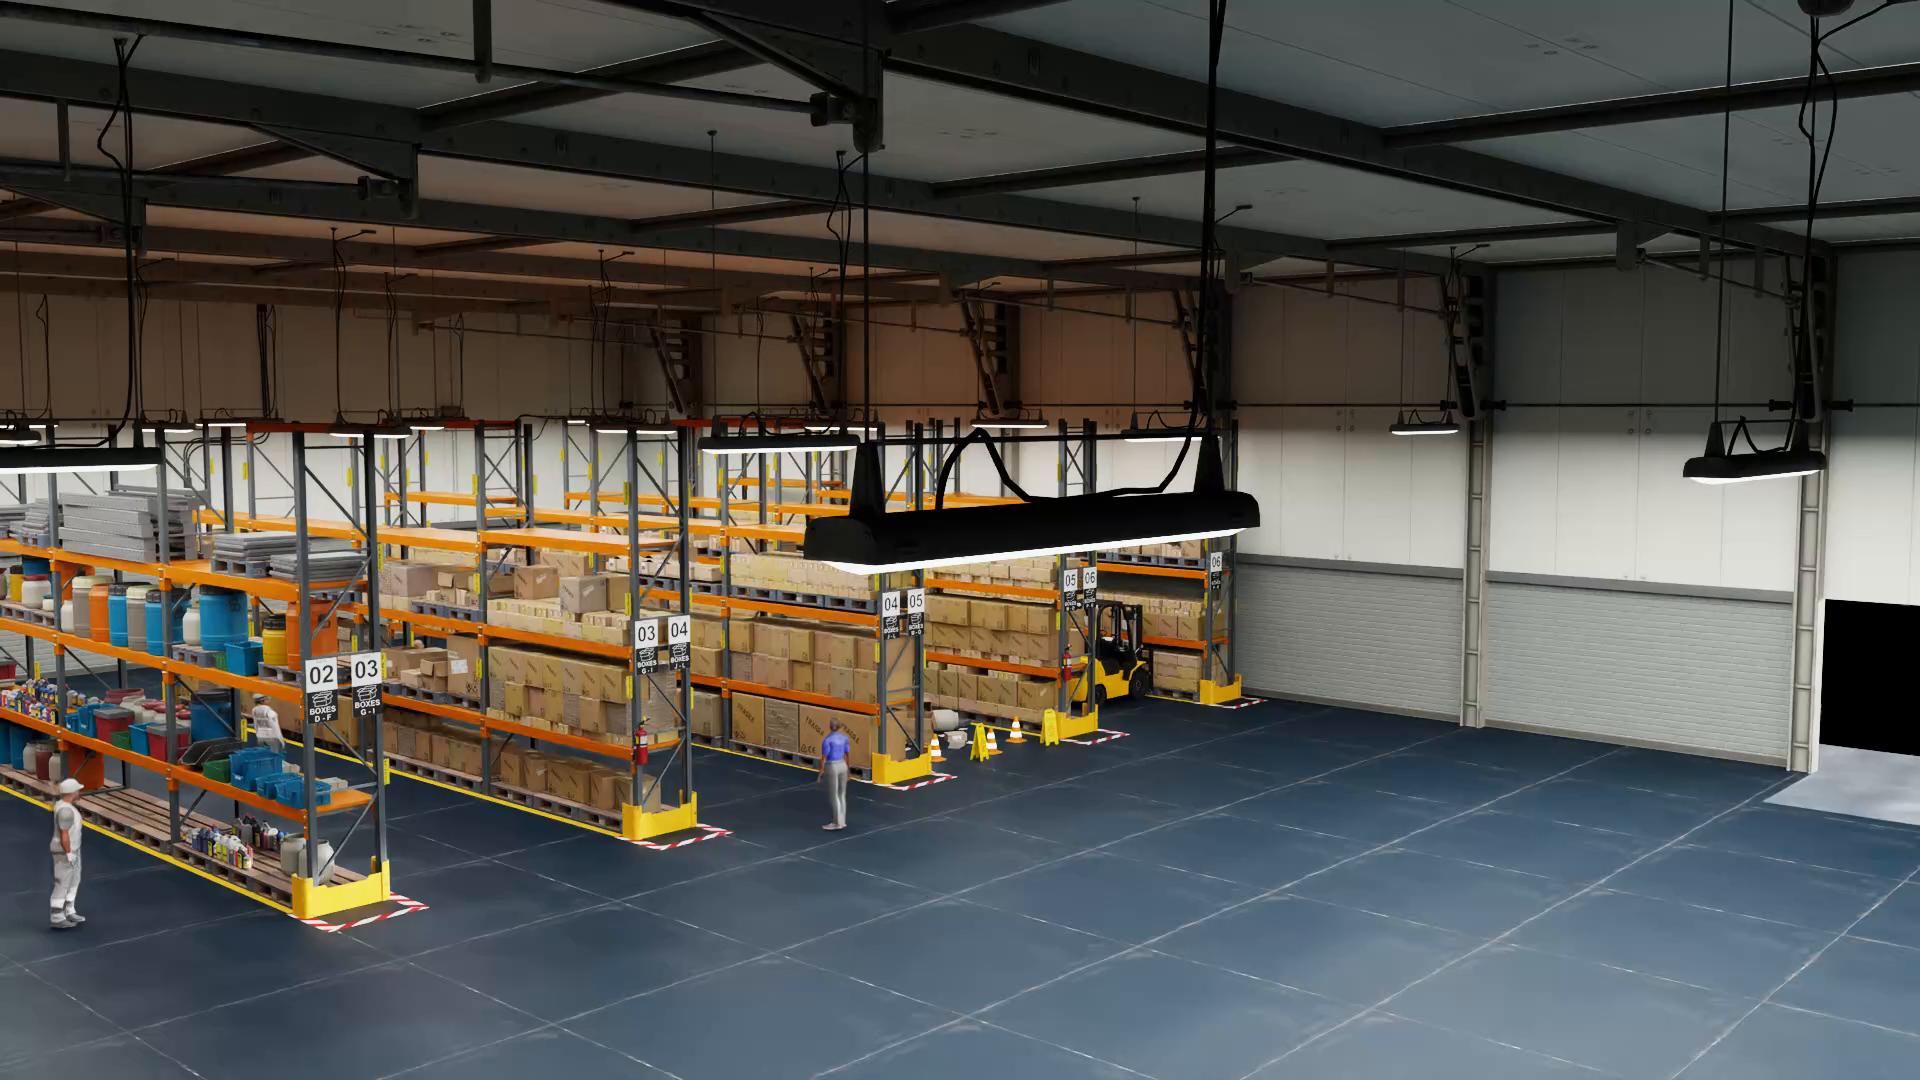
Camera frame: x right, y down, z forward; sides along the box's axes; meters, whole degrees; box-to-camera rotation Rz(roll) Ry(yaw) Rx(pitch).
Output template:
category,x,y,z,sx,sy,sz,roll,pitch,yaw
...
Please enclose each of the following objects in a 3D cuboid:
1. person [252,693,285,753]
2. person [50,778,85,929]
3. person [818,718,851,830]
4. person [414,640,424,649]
category,x,y,z,sx,sy,sz,roll,pitch,yaw
person,-11.350,3.265,27.314,0.525,1.661,0.538,1,5,16
person,-10.836,3.785,20.209,0.399,1.798,0.584,-1,5,-13
person,-1.856,3.539,24.817,0.502,1.573,0.360,-3,6,-37
person,-10.584,2.802,32.553,0.553,1.726,0.416,3,6,37
